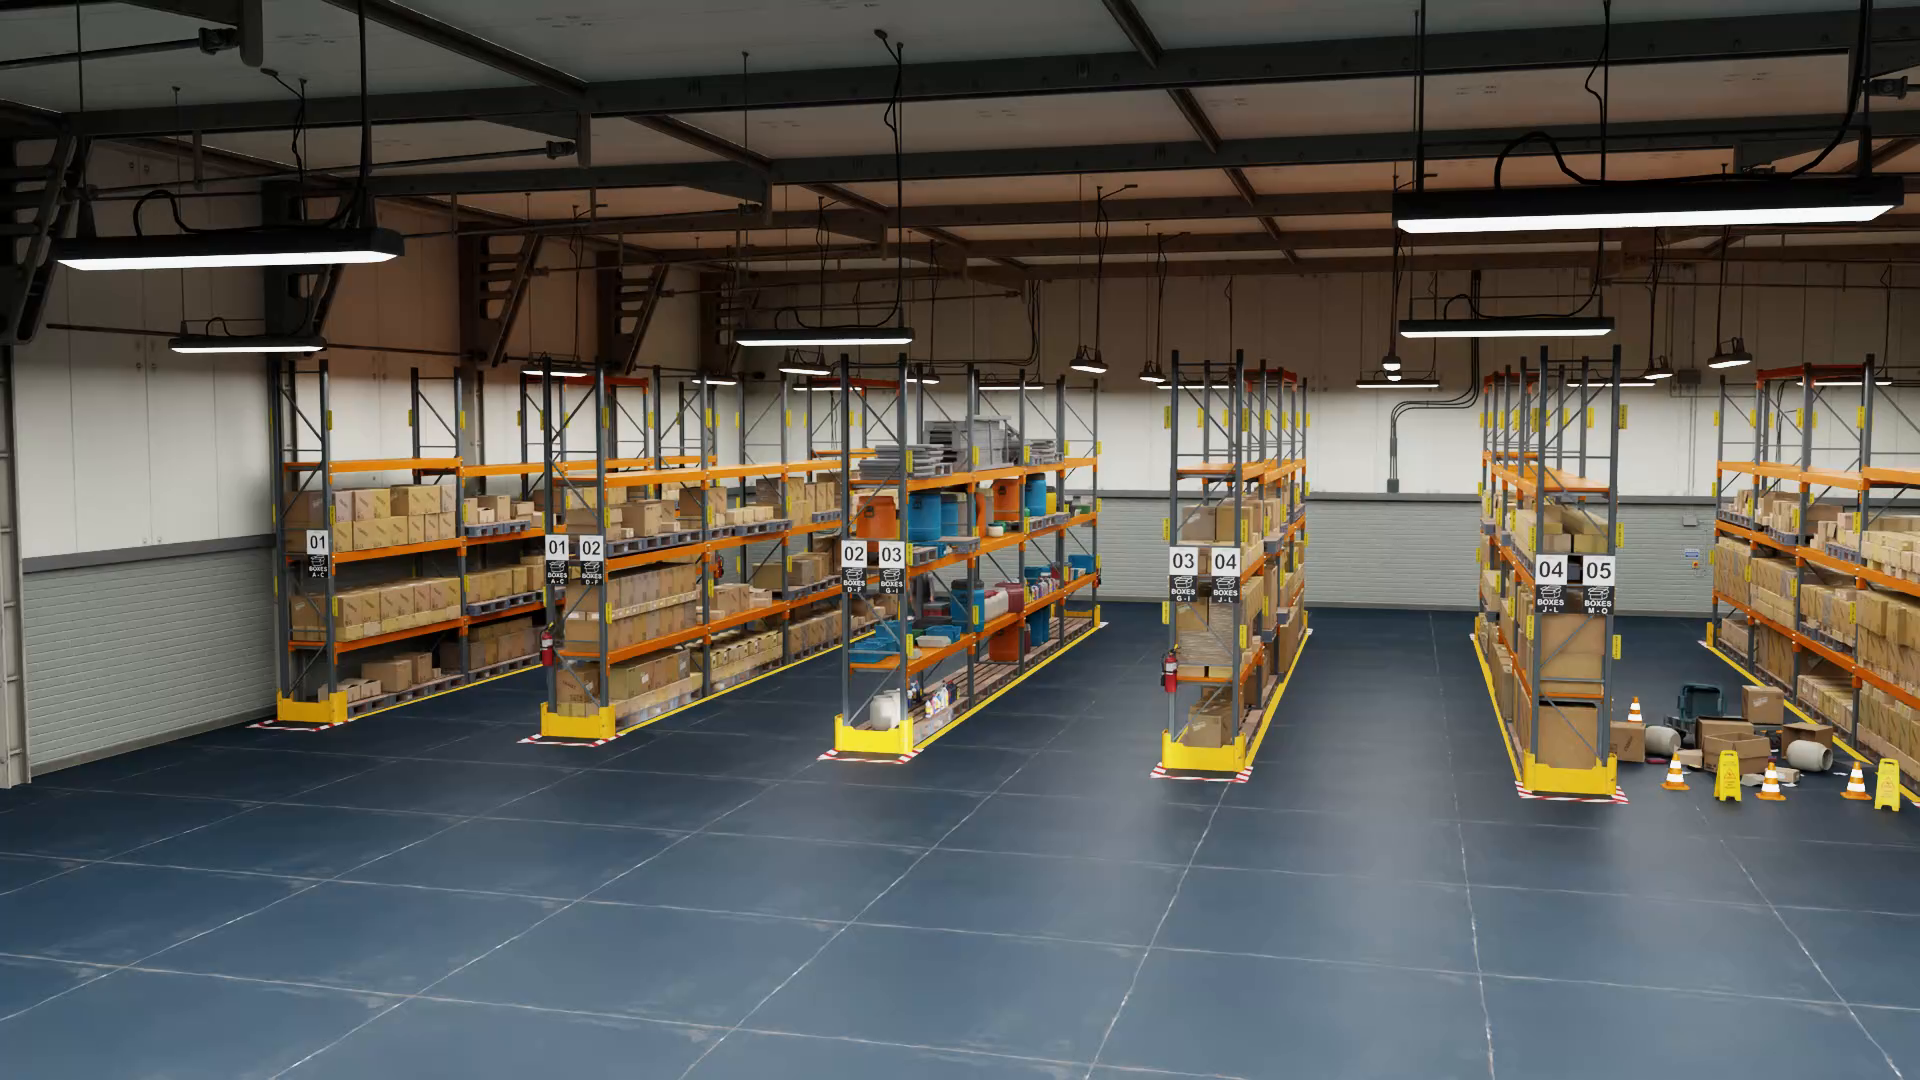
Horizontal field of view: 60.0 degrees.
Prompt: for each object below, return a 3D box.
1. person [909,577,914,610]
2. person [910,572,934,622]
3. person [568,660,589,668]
[{"bbox_3d":[-1.144,0.960,43.791,0.474,1.757,0.624,2,5,26],"label":"person"},{"bbox_3d":[-0.904,1.364,39.057,0.627,1.681,1.066,1,4,11],"label":"person"},{"bbox_3d":[-7.324,1.772,32.383,0.610,1.778,0.529,-3,5,-38],"label":"person"}]
